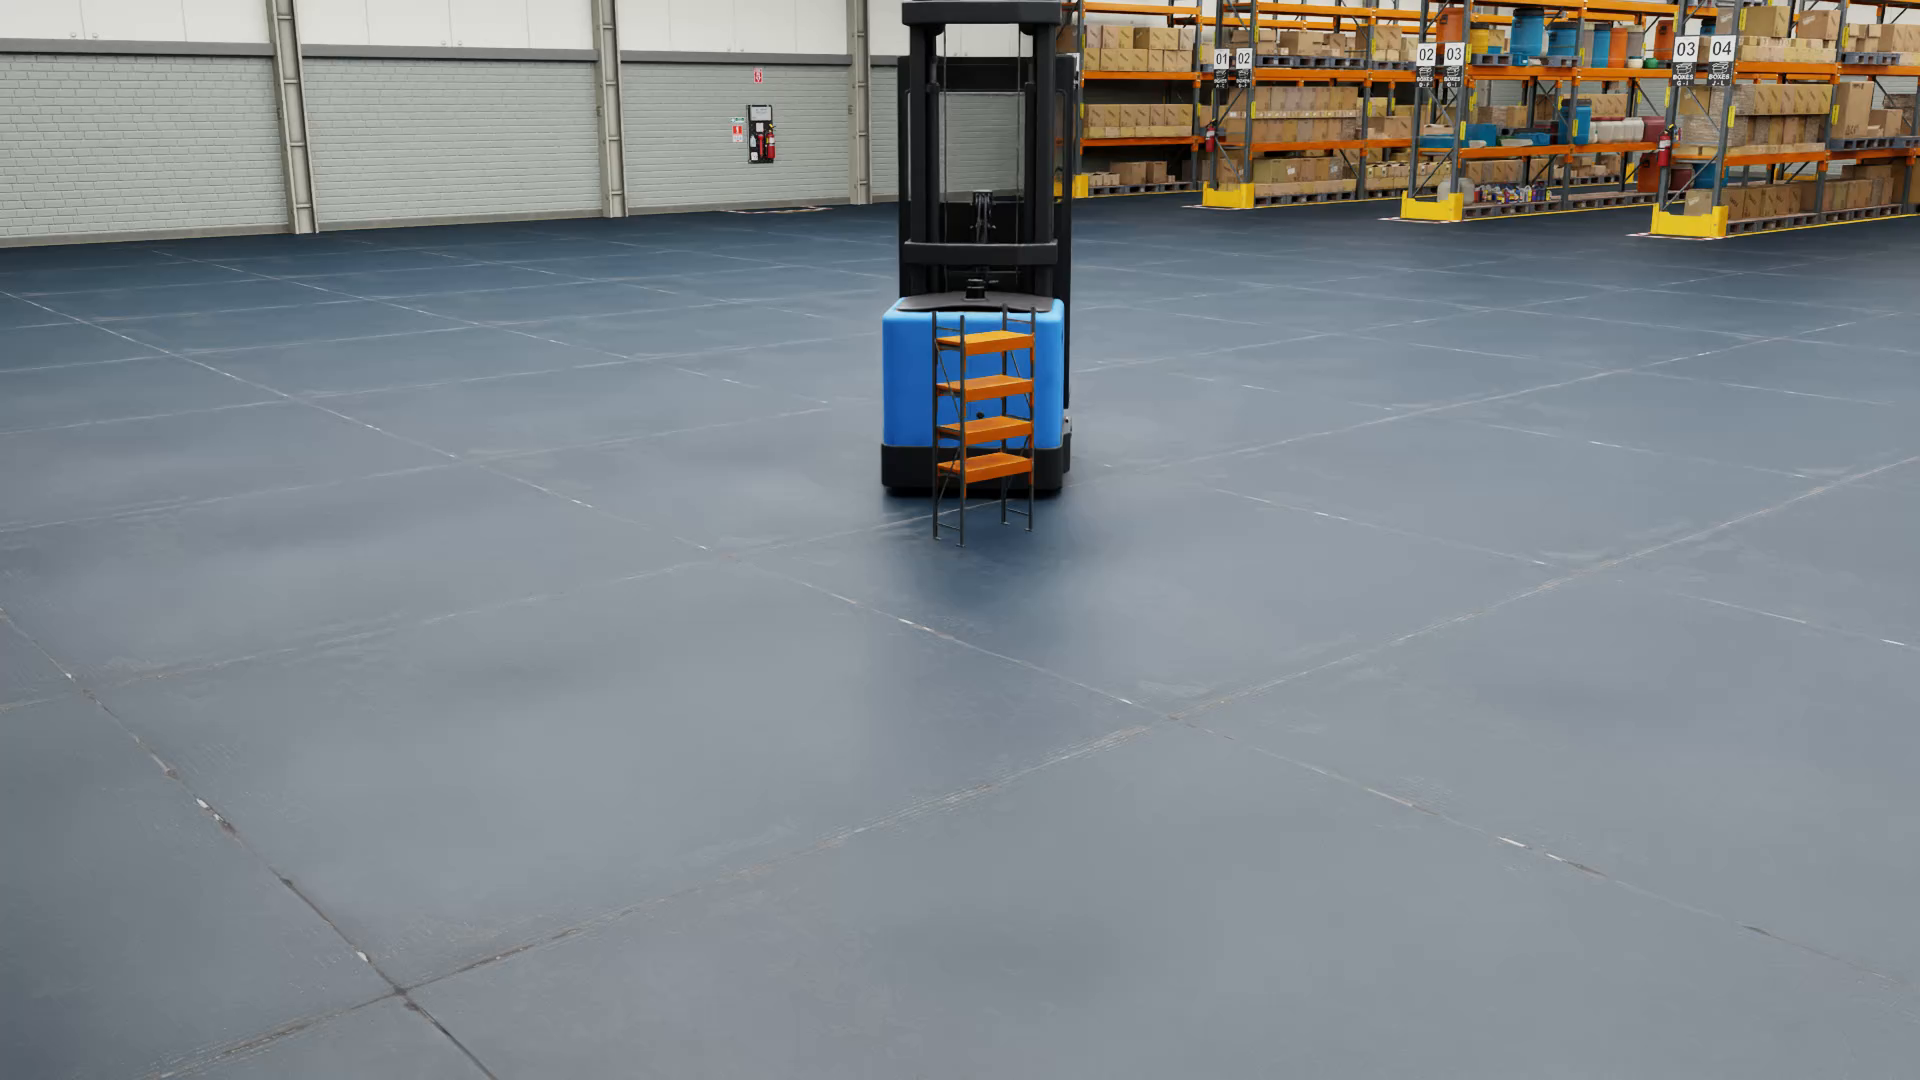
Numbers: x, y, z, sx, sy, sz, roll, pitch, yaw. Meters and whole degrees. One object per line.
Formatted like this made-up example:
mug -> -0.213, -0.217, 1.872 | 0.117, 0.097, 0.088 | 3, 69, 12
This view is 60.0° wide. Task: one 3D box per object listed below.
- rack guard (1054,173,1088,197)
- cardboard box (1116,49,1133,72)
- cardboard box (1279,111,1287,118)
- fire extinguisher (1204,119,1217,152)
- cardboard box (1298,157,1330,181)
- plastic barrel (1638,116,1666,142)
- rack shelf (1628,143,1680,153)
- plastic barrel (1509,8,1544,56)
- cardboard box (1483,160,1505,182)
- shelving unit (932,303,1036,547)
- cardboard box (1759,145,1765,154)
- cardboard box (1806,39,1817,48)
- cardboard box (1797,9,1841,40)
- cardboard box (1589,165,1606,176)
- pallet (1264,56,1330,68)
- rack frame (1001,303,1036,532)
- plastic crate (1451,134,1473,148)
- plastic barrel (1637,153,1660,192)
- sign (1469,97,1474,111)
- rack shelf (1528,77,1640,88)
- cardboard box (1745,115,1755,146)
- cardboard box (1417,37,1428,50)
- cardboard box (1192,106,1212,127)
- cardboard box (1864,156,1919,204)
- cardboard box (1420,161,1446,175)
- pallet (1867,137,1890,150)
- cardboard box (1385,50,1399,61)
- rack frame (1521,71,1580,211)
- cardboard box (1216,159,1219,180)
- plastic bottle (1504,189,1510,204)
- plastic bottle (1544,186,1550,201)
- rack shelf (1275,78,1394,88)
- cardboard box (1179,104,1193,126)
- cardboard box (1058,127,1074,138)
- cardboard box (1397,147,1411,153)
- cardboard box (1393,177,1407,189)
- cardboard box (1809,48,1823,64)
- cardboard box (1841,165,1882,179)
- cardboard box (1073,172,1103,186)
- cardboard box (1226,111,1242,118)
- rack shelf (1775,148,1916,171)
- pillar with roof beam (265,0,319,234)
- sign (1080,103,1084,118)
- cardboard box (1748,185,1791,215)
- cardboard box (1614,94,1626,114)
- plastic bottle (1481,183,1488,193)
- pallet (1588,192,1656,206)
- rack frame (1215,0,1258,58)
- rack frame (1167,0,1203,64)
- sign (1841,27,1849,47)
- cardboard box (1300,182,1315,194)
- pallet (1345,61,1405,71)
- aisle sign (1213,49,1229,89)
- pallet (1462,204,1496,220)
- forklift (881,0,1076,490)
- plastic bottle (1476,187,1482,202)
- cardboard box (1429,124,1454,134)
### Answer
rack guard -> 2.476, -8.265, 38.724 | 0.348, 0.500, 1.175 | -13, 19, -39
cardboard box -> 3.652, -11.148, 38.627 | 0.500, 0.500, 0.500 | -12, 19, -37
cardboard box -> 6.689, -9.012, 35.225 | 0.250, 0.149, 0.380 | -13, 20, -40
fire extinguisher -> 5.279, -8.529, 35.018 | 0.183, 0.674, 0.296 | -13, 19, -39
cardboard box -> 7.724, -8.121, 36.404 | 0.500, 0.500, 0.500 | -13, 19, -39
plastic barrel -> 14.805, -8.815, 35.673 | 0.708, 0.536, 0.600 | -13, 19, -39
rack shelf -> 16.465, -8.878, 37.567 | 4.000, 0.370, 1.077 | -13, 19, -39
plastic barrel -> 11.118, -9.955, 32.610 | 0.708, 0.901, 0.600 | -13, 19, -39
cardboard box -> 13.012, -9.051, 40.815 | 0.500, 0.500, 0.500 | -13, 20, -40
shelving unit -> 0.125, -0.608, 8.700 | 0.503, 1.200, 0.258 | -13, 19, -39
cardboard box -> 13.483, -6.660, 28.359 | 0.250, 0.149, 0.380 | -13, 19, -39
cardboard box -> 14.550, -8.564, 28.704 | 0.250, 0.149, 0.380 | -13, 20, -41
cardboard box -> 15.018, -9.001, 29.085 | 0.500, 0.500, 0.500 | -13, 20, -41
cardboard box -> 16.758, -9.796, 44.085 | 0.500, 0.250, 0.500 | -13, 19, -39
pallet -> 7.144, -10.225, 35.576 | 1.213, 0.211, 1.003 | -13, 19, -39
rack frame -> 0.309, -0.649, 8.855 | 0.015, 1.200, 0.240 | -13, 19, -39
plastic crate -> 9.596, -7.711, 32.095 | 0.408, 0.251, 0.499 | -13, 19, -39
plastic barrel -> 15.314, -8.127, 36.754 | 0.708, 0.830, 0.600 | -13, 19, -39
sign -> 12.075, -10.303, 39.267 | 0.005, 0.325, 0.100 | -13, 19, -39
rack shelf -> 16.234, -11.969, 43.329 | 4.000, 0.370, 1.077 | -13, 19, -39
cardboard box -> 12.904, -6.955, 28.204 | 0.500, 0.500, 0.875 | -13, 19, -39
cardboard box -> 12.576, -13.637, 46.010 | 0.500, 0.500, 0.500 | -13, 20, -40
cardboard box -> 5.842, -10.478, 41.118 | 0.500, 0.500, 0.700 | -13, 19, -39
cardboard box -> 18.742, -7.211, 33.238 | 0.875, 0.875, 1.225 | -14, 20, -42
cardboard box -> 11.087, -8.771, 39.201 | 0.500, 0.311, 0.500 | -13, 20, -40
pallet -> 16.741, -7.486, 31.335 | 1.213, 0.211, 1.003 | -13, 19, -39
cardboard box -> 9.574, -10.949, 37.594 | 0.500, 0.250, 0.500 | 14, 20, 42
rack frame -> 11.939, -8.209, 33.669 | 0.127, 3.000, 1.000 | -13, 19, -39
cardboard box -> 6.337, -9.368, 41.999 | 0.500, 0.500, 0.700 | -13, 20, -40
plastic bottle -> 10.677, -6.713, 32.479 | 0.133, 0.283, 0.061 | -12, 19, -38
plastic bottle -> 11.793, -6.963, 33.417 | 0.133, 0.283, 0.061 | -11, 19, -37
rack shelf -> 9.962, -12.256, 44.401 | 4.000, 0.370, 1.077 | -13, 19, -39
cardboard box -> 5.282, -10.297, 40.284 | 0.500, 0.500, 0.500 | -13, 20, -39
cardboard box -> 2.644, -9.514, 38.807 | 0.500, 0.250, 0.500 | -12, 19, -39
cardboard box -> 12.480, -10.931, 46.632 | 0.250, 0.149, 0.380 | -12, 19, -38
cardboard box -> 9.933, -8.243, 38.311 | 0.500, 0.250, 0.500 | -13, 20, -41
cardboard box -> 14.617, -8.407, 28.888 | 0.500, 0.250, 0.500 | -12, 19, -38
cardboard box -> 17.329, -7.078, 31.974 | 0.500, 0.250, 0.500 | -10, 18, -33
cardboard box -> 2.999, -8.473, 39.016 | 0.500, 0.311, 0.500 | 13, 20, 41
cardboard box -> 5.836, -8.960, 35.029 | 0.250, 0.149, 0.380 | -13, 20, -40
rack shelf -> 16.699, -7.236, 31.420 | 4.000, 0.370, 1.077 | -13, 19, -39
pillar with roof beam -> -8.374, -8.758, 24.100 | 0.400, 9.000, 9.100 | -13, 19, -39
sign -> 2.775, -9.772, 37.846 | 0.005, 0.325, 0.100 | -13, 19, -39
cardboard box -> 14.435, -6.081, 29.734 | 0.500, 0.500, 0.500 | -6, 16, -22
cardboard box -> 17.207, -11.523, 43.946 | 0.500, 0.500, 0.500 | -12, 19, -38
plastic bottle -> 10.454, -6.950, 33.237 | 0.185, 0.351, 0.144 | -12, 19, -37
pallet -> 14.347, -7.415, 36.103 | 1.213, 0.211, 1.003 | -13, 19, -39
rack frame -> 5.673, -11.394, 33.971 | 0.127, 3.000, 1.000 | -13, 19, -39
rack frame -> 5.436, -13.036, 40.115 | 0.127, 3.000, 1.000 | -13, 19, -39
sign -> 15.552, -8.839, 29.215 | 0.005, 0.325, 0.100 | -13, 19, -39
cardboard box -> 7.356, -7.672, 36.173 | 0.500, 0.250, 0.500 | -13, 19, -39
pallet -> 9.347, -10.682, 37.488 | 1.217, 0.209, 0.805 | -14, 20, -42
aisle sign -> 5.430, -9.798, 34.582 | 0.004, 0.787, 0.394 | -13, 19, -39
pallet -> 9.564, -6.343, 32.086 | 1.213, 0.211, 1.003 | -13, 19, -39
forklift -> 0.178, -2.033, 10.681 | 1.130, 2.935, 3.031 | 1, 15, 4
plastic bottle -> 10.298, -6.845, 32.973 | 0.133, 0.283, 0.061 | -13, 19, -39
cardboard box -> 11.405, -9.755, 39.631 | 0.500, 0.311, 0.500 | -11, 19, -36
